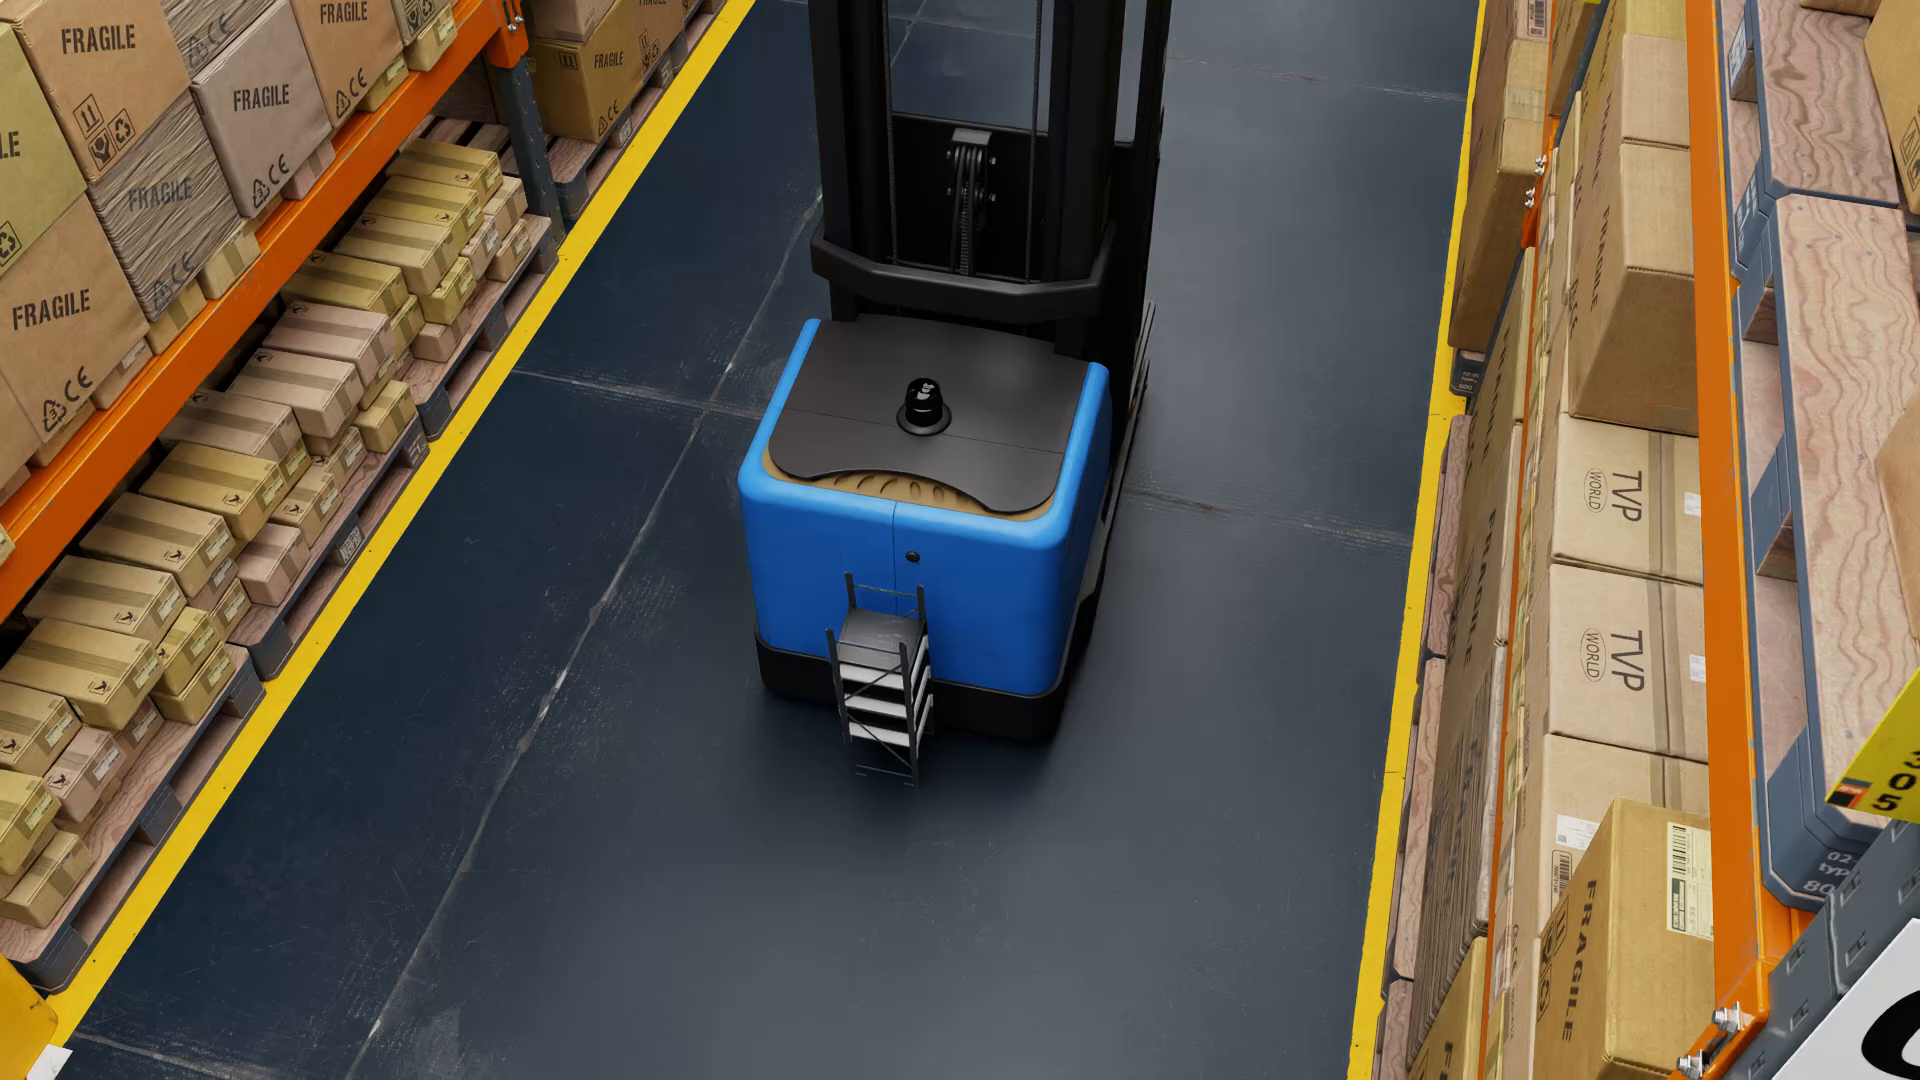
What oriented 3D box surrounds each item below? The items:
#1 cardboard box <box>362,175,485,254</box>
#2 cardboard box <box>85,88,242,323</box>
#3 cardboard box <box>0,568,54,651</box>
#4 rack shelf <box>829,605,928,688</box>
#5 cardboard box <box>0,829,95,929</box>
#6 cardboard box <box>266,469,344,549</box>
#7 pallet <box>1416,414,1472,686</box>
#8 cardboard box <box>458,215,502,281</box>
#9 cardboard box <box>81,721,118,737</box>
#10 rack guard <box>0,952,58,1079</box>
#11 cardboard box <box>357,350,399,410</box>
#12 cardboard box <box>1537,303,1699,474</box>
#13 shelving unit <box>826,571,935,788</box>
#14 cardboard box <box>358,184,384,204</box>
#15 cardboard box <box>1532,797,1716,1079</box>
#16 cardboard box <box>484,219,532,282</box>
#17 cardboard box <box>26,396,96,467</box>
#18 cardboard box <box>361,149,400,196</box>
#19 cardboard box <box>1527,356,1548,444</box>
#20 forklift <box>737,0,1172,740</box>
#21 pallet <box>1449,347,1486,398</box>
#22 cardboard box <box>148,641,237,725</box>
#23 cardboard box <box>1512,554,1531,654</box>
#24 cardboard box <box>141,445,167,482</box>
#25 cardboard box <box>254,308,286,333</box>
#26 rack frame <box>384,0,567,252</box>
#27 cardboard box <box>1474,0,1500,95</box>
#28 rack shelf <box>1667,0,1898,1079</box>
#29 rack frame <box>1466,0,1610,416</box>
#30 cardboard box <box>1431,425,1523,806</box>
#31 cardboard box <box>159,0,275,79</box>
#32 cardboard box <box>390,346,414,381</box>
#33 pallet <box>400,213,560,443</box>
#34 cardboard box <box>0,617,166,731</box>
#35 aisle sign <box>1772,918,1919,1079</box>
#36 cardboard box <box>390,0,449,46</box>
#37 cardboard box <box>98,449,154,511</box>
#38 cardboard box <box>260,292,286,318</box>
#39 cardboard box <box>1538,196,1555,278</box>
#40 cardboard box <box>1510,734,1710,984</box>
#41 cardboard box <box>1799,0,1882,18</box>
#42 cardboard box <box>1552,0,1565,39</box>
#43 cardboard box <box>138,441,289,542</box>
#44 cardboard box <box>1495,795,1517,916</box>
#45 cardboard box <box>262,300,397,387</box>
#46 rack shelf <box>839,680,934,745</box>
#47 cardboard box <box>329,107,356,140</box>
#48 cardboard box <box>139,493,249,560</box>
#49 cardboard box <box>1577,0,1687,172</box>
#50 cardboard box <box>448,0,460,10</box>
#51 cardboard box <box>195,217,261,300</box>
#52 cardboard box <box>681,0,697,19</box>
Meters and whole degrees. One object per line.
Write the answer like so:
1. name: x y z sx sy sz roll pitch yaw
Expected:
1. cardboard box: -2.130 -1.291 6.613 0.380 0.149 0.250 12 50 11
2. cardboard box: -2.541 -1.022 4.887 0.500 0.500 0.500 10 49 9
3. cardboard box: -3.142 0.211 5.486 0.380 0.149 0.250 11 49 10
4. rack shelf: -0.244 0.321 5.040 0.258 0.077 0.200 10 56 9
5. cardboard box: -2.864 0.982 5.004 0.380 0.149 0.250 12 50 11
6. cardboard box: -2.470 -0.140 5.994 0.380 0.149 0.250 12 50 10
7. pallet: 2.225 0.109 6.013 1.003 0.211 1.213 12 50 10
8. cardboard box: -2.094 -1.205 6.736 0.380 0.149 0.250 9 49 8
9. cardboard box: -2.820 0.489 5.240 0.380 0.149 0.250 12 50 11
10. rack guard: -3.291 1.265 4.800 1.175 0.500 0.348 12 50 10
11. cardboard box: -2.356 -0.658 6.253 0.380 0.149 0.250 13 50 11
12. cardboard box: 1.857 -0.374 4.481 0.500 0.250 0.500 13 50 11
13. shelving unit: -0.237 0.458 5.233 0.258 0.900 0.210 10 56 9
14. cardboard box: -2.662 -1.495 6.992 0.380 0.149 0.250 14 50 12
15. cardboard box: 1.322 0.844 2.906 0.500 0.500 0.500 12 50 10
16. cardboard box: -2.033 -1.245 6.969 0.380 0.149 0.250 12 50 11
17. cardboard box: -2.729 -0.375 4.748 0.380 0.149 0.250 11 50 10
18. cardboard box: -2.549 -1.584 6.872 0.380 0.149 0.250 13 50 12
19. cardboard box: 1.829 -0.360 4.735 0.380 0.149 0.250 11 49 10
20. forklift: 0.144 -1.430 5.557 1.130 2.935 3.031 10 49 9
21. pallet: 2.631 -0.998 6.990 1.003 0.211 1.213 12 50 10
22. cardboard box: -2.642 0.432 5.489 0.380 0.149 0.250 12 50 10
23. cardboard box: 1.626 0.200 4.240 0.380 0.149 0.250 12 50 11
24. cardboard box: -3.057 -0.379 6.007 0.380 0.149 0.250 12 50 10
25. cardboard box: -2.745 -0.916 6.481 0.380 0.149 0.250 9 49 8
26. rack frame: -2.258 -2.400 6.368 1.000 3.000 0.127 12 50 10
27. cardboard box: 3.109 -2.539 7.627 1.225 0.875 0.875 12 50 10
28. rack shelf: 1.974 -0.656 3.308 1.077 0.370 4.000 12 50 10
29. rack frame: 2.500 -1.348 5.439 1.000 3.000 0.127 12 50 10
30. cardboard box: 2.013 0.329 5.096 0.875 0.875 0.875 12 50 10
31. cardboard box: -2.400 -1.727 4.841 0.500 0.500 0.500 13 50 11
32. cardboard box: -2.376 -0.703 6.491 0.380 0.149 0.250 10 49 9
33. pallet: -2.401 -0.985 6.978 1.003 0.211 1.213 12 50 10
34. cardboard box: -2.699 0.409 5.113 0.380 0.149 0.250 11 50 10
35. aisle sign: 1.139 0.678 1.917 0.394 0.787 0.004 12 50 10
36. cardboard box: -2.113 -2.126 5.861 0.500 0.500 0.500 12 50 10
37. cardboard box: -3.026 -0.264 5.707 0.380 0.149 0.250 10 49 9
38. cardboard box: -2.744 -1.011 6.366 0.380 0.149 0.250 10 49 9
39. cardboard box: 2.033 -0.927 5.235 0.380 0.149 0.250 10 49 9
40. cardboard box: 1.453 0.727 3.510 0.500 0.250 0.500 11 49 9
41. cardboard box: 1.932 -1.230 2.921 0.700 0.500 0.500 14 50 12
42. cardboard box: 2.497 -2.130 6.063 0.500 0.500 0.500 13 50 11
43. cardboard box: -2.518 -0.167 5.621 0.380 0.149 0.250 12 50 11
44. cardboard box: 1.425 0.755 3.751 0.380 0.149 0.250 12 50 11
45. cardboard box: -2.314 -0.723 6.112 0.380 0.149 0.250 9 49 8
46. rack shelf: -0.234 0.529 5.334 0.258 0.077 0.200 10 56 9
47. cardboard box: -2.332 -1.502 5.742 0.380 0.149 0.250 10 49 9
48. cardboard box: -2.638 -0.090 5.752 0.380 0.149 0.250 14 50 12
49. cardboard box: 2.128 -1.349 4.842 0.500 0.500 0.500 12 50 10
50. cardboard box: -2.107 -2.064 6.239 0.380 0.149 0.250 11 50 10
51. cardboard box: -2.450 -0.919 5.228 0.380 0.149 0.250 12 50 11
52. cardboard box: -1.545 -2.959 8.248 0.500 0.500 0.500 12 50 11
